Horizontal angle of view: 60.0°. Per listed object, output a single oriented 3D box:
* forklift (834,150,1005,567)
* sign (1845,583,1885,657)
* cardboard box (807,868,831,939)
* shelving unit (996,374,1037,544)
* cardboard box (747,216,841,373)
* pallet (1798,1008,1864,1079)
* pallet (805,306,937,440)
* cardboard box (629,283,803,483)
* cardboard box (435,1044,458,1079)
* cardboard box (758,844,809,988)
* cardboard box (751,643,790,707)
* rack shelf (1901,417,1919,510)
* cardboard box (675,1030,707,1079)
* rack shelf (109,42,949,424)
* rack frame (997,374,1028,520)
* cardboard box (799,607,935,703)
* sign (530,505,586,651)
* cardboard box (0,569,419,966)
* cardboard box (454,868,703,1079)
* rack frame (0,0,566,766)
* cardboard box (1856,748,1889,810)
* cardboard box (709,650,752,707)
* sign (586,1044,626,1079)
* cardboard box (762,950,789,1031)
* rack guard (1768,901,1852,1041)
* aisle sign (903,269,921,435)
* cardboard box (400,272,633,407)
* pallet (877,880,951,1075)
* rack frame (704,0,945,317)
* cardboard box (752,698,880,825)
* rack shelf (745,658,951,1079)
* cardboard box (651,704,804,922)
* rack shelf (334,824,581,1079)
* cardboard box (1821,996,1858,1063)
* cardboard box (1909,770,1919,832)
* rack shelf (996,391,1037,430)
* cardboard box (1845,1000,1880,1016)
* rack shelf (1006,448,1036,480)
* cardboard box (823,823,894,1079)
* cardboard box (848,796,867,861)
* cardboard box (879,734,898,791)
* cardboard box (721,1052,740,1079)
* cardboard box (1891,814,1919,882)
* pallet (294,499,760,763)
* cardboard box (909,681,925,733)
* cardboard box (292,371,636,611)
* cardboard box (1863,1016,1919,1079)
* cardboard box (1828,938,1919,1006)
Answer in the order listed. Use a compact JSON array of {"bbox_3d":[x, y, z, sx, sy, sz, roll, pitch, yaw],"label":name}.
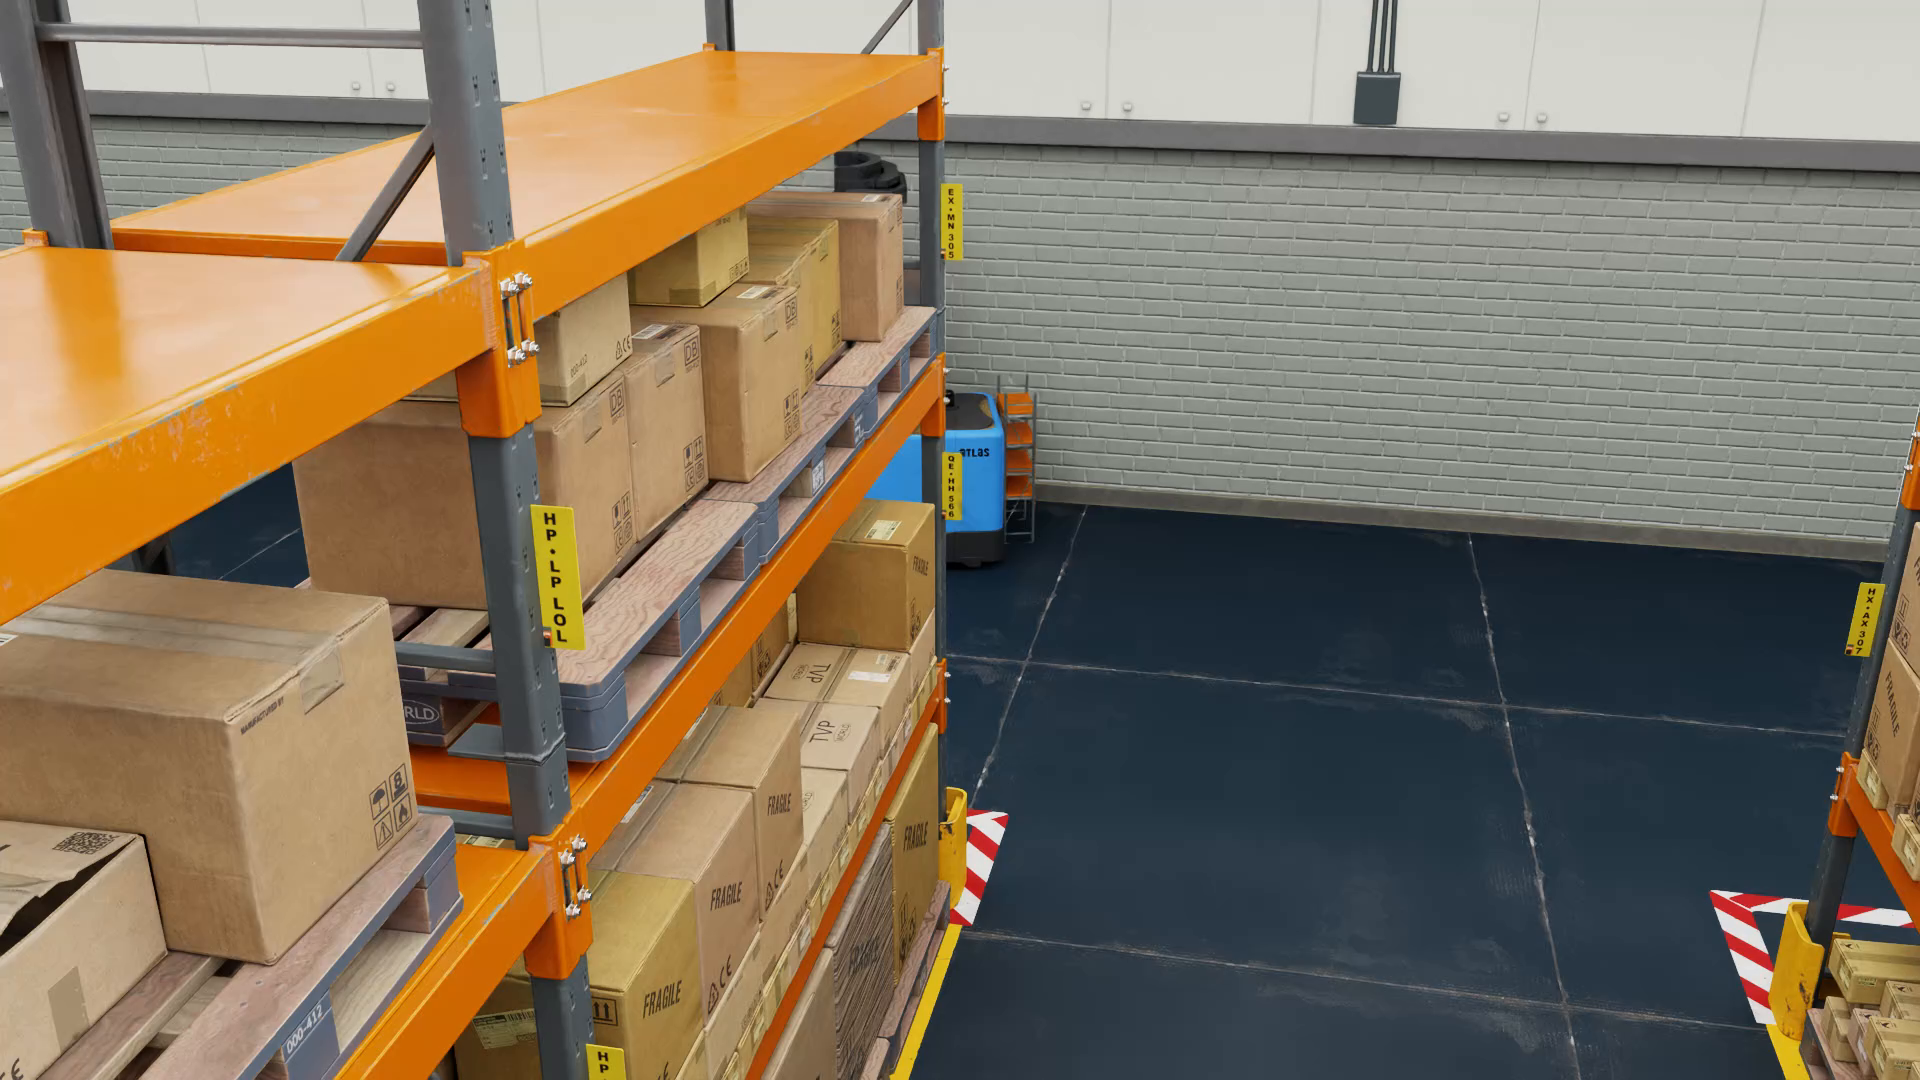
[{"bbox_3d":[-1.208,-1.292,12.138,3.031,2.935,1.130,-1,22,-4],"label":"forklift"},{"bbox_3d":[3.737,0.330,6.860,0.100,0.325,0.005,4,22,11],"label":"sign"},{"bbox_3d":[-0.681,1.284,5.986,0.380,0.149,0.250,4,22,9],"label":"cardboard box"},{"bbox_3d":[0.428,-0.622,12.791,0.258,1.200,0.503,-2,22,-5],"label":"shelving unit"},{"bbox_3d":[-0.853,-0.930,6.303,0.700,0.500,0.500,4,22,9],"label":"cardboard box"},{"bbox_3d":[4.052,2.389,6.640,1.003,0.211,1.213,4,22,11],"label":"pallet"},{"bbox_3d":[-0.708,-0.720,6.730,1.003,0.211,1.213,4,22,11],"label":"pallet"},{"bbox_3d":[-0.923,-0.526,5.298,0.700,0.500,0.500,5,23,13],"label":"cardboard box"},{"bbox_3d":[-1.551,1.216,4.617,0.500,0.500,0.500,5,22,12],"label":"cardboard box"},{"bbox_3d":[-0.824,1.229,5.589,0.500,0.250,0.500,5,22,12],"label":"cardboard box"},{"bbox_3d":[-1.029,0.635,7.064,0.500,0.250,0.500,4,22,10],"label":"cardboard box"},{"bbox_3d":[3.860,0.447,4.677,1.077,0.370,4.000,4,22,11],"label":"rack shelf"},{"bbox_3d":[-1.031,1.601,4.667,0.500,0.250,0.500,4,22,10],"label":"cardboard box"},{"bbox_3d":[-0.975,-1.174,5.222,1.077,0.370,4.000,4,22,11],"label":"rack shelf"},{"bbox_3d":[0.407,-0.712,13.016,0.240,1.200,0.015,-2,22,-5],"label":"rack frame"},{"bbox_3d":[-0.406,0.487,7.432,0.500,0.250,0.500,4,22,10],"label":"cardboard box"},{"bbox_3d":[-0.850,0.082,3.507,0.100,0.325,0.005,4,22,11],"label":"sign"},{"bbox_3d":[-1.492,0.401,3.131,0.700,0.500,0.500,5,22,12],"label":"cardboard box"},{"bbox_3d":[-1.035,1.249,4.536,0.500,0.500,0.500,4,22,11],"label":"cardboard box"},{"bbox_3d":[-1.383,-0.962,3.196,1.000,3.000,0.127,4,22,11],"label":"rack frame"},{"bbox_3d":[3.881,0.983,6.734,0.380,0.149,0.250,4,22,10],"label":"cardboard box"},{"bbox_3d":[-1.131,0.470,6.471,0.500,0.500,0.500,4,22,9],"label":"cardboard box"},{"bbox_3d":[-0.850,1.358,4.022,0.100,0.325,0.005,4,22,11],"label":"sign"},{"bbox_3d":[-0.787,1.472,5.519,0.380,0.149,0.250,4,22,10],"label":"cardboard box"},{"bbox_3d":[4.253,1.960,7.317,1.175,0.500,0.348,4,22,11],"label":"rack guard"},{"bbox_3d":[-0.259,-0.851,7.472,0.394,0.787,0.004,4,22,11],"label":"aisle sign"},{"bbox_3d":[-1.185,-0.549,4.354,0.500,0.250,0.500,3,22,7],"label":"cardboard box"},{"bbox_3d":[-0.654,1.950,7.729,1.003,0.211,1.213,4,22,11],"label":"pallet"},{"bbox_3d":[-0.567,-2.425,6.829,1.000,3.000,0.127,4,22,11],"label":"rack frame"},{"bbox_3d":[-0.614,0.859,6.509,0.500,0.250,0.500,4,22,9],"label":"cardboard box"},{"bbox_3d":[-0.975,1.423,6.268,1.077,0.370,4.000,4,22,11],"label":"rack shelf"},{"bbox_3d":[-0.825,0.879,5.455,0.500,0.500,0.500,4,22,9],"label":"cardboard box"},{"bbox_3d":[-1.791,1.495,2.075,1.077,0.370,4.000,4,22,11],"label":"rack shelf"},{"bbox_3d":[3.848,2.068,6.958,0.380,0.149,0.250,5,22,12],"label":"cardboard box"},{"bbox_3d":[3.822,0.930,5.998,0.500,0.500,0.500,5,22,11],"label":"cardboard box"},{"bbox_3d":[0.428,-0.986,12.644,0.258,0.148,0.480,-2,22,-5],"label":"rack shelf"},{"bbox_3d":[3.910,1.935,6.890,0.380,0.149,0.250,5,23,13],"label":"cardboard box"},{"bbox_3d":[0.428,-0.559,12.816,0.258,0.148,0.480,-2,22,-5],"label":"rack shelf"},{"bbox_3d":[-0.805,1.722,6.845,0.875,0.875,0.875,4,22,11],"label":"cardboard box"},{"bbox_3d":[-0.577,1.098,6.447,0.380,0.149,0.250,5,22,11],"label":"cardboard box"},{"bbox_3d":[-0.473,0.908,6.919,0.380,0.149,0.250,5,22,12],"label":"cardboard box"},{"bbox_3d":[-0.890,1.662,5.048,0.380,0.149,0.250,5,23,13],"label":"cardboard box"},{"bbox_3d":[3.762,1.174,6.261,0.380,0.149,0.250,4,22,9],"label":"cardboard box"},{"bbox_3d":[-1.206,0.172,4.514,1.003,0.211,1.213,4,22,11],"label":"pallet"},{"bbox_3d":[-0.369,0.725,7.374,0.380,0.149,0.250,5,22,11],"label":"cardboard box"},{"bbox_3d":[-1.282,-0.149,4.363,0.700,0.500,0.500,3,22,8],"label":"cardboard box"},{"bbox_3d":[3.713,1.983,6.373,0.380,0.149,0.250,4,22,11],"label":"cardboard box"},{"bbox_3d":[3.829,1.790,6.850,0.380,0.149,0.250,3,22,8],"label":"cardboard box"}]
